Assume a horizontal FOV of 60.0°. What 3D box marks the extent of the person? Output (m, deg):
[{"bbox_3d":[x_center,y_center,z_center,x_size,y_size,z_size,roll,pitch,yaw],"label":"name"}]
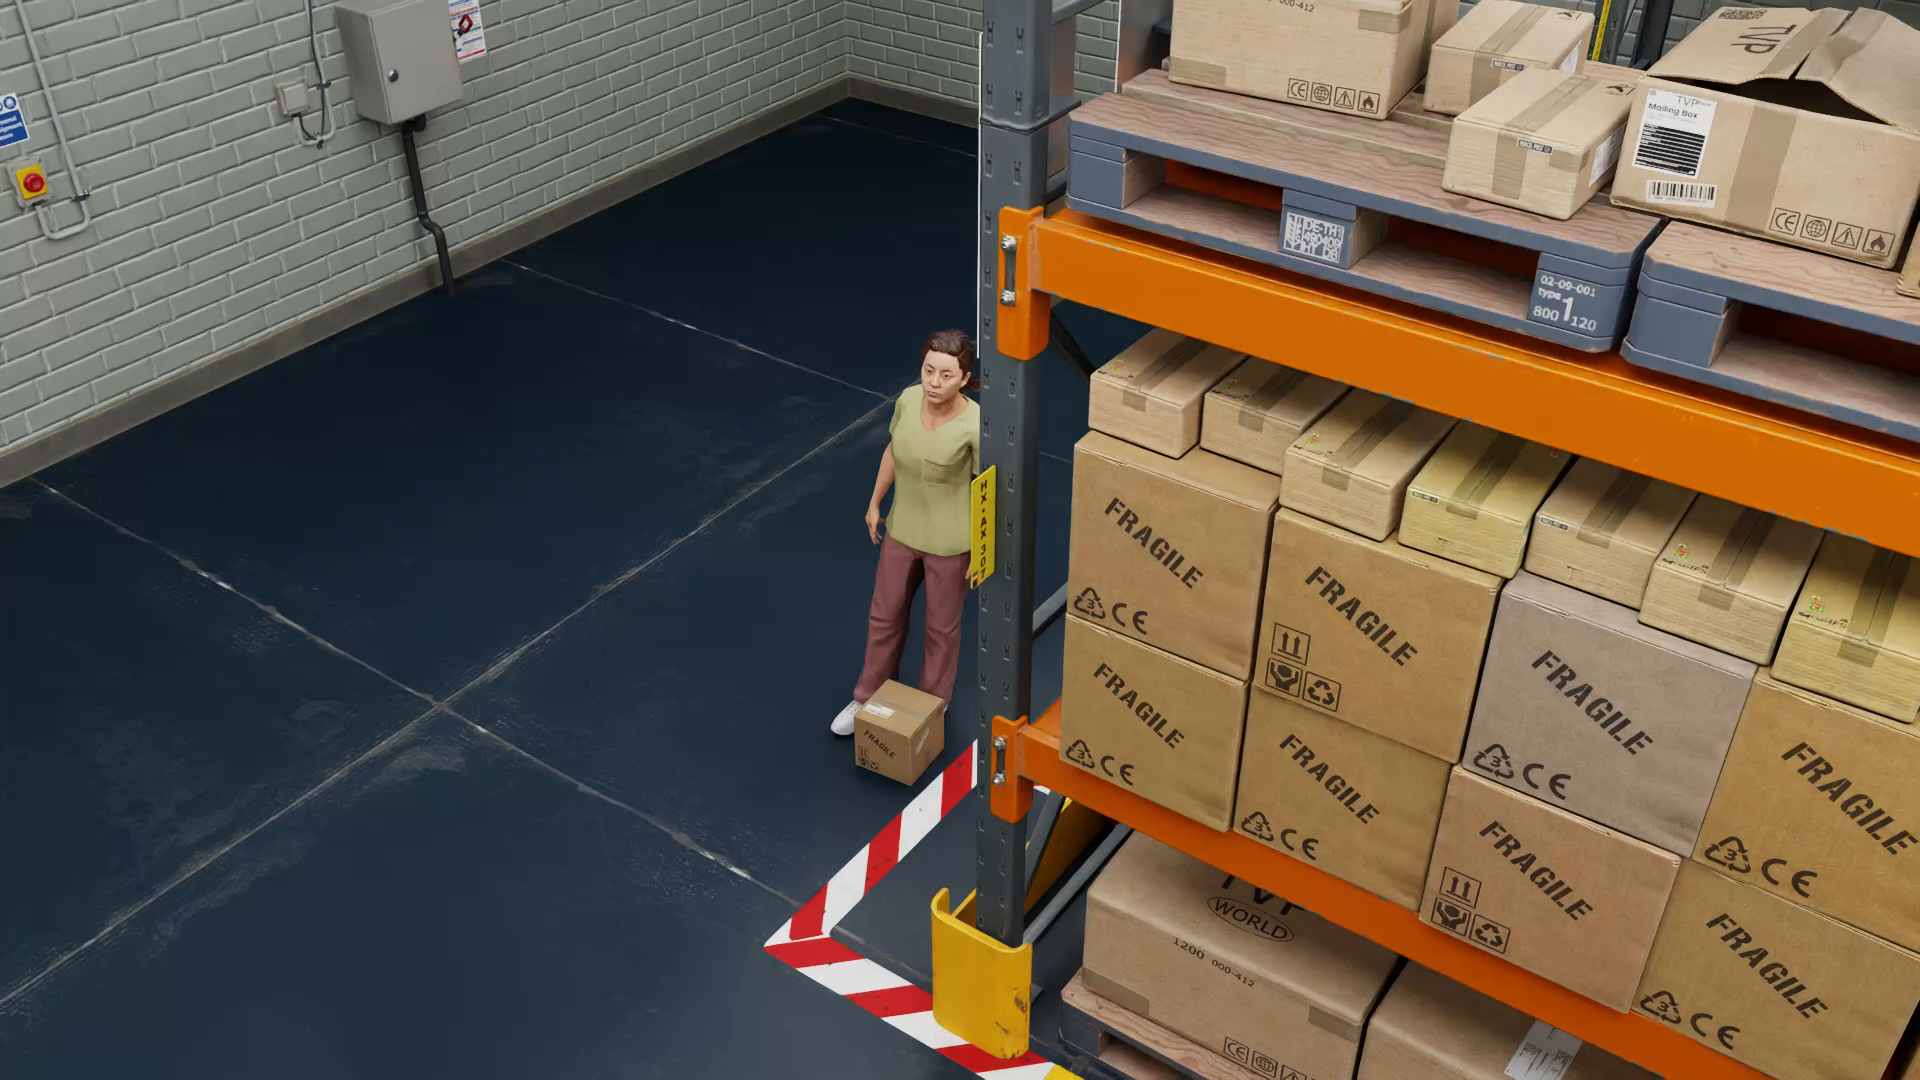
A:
[{"bbox_3d":[-0.145,0.024,6.094,0.555,1.676,0.549,20,39,26],"label":"person"}]
